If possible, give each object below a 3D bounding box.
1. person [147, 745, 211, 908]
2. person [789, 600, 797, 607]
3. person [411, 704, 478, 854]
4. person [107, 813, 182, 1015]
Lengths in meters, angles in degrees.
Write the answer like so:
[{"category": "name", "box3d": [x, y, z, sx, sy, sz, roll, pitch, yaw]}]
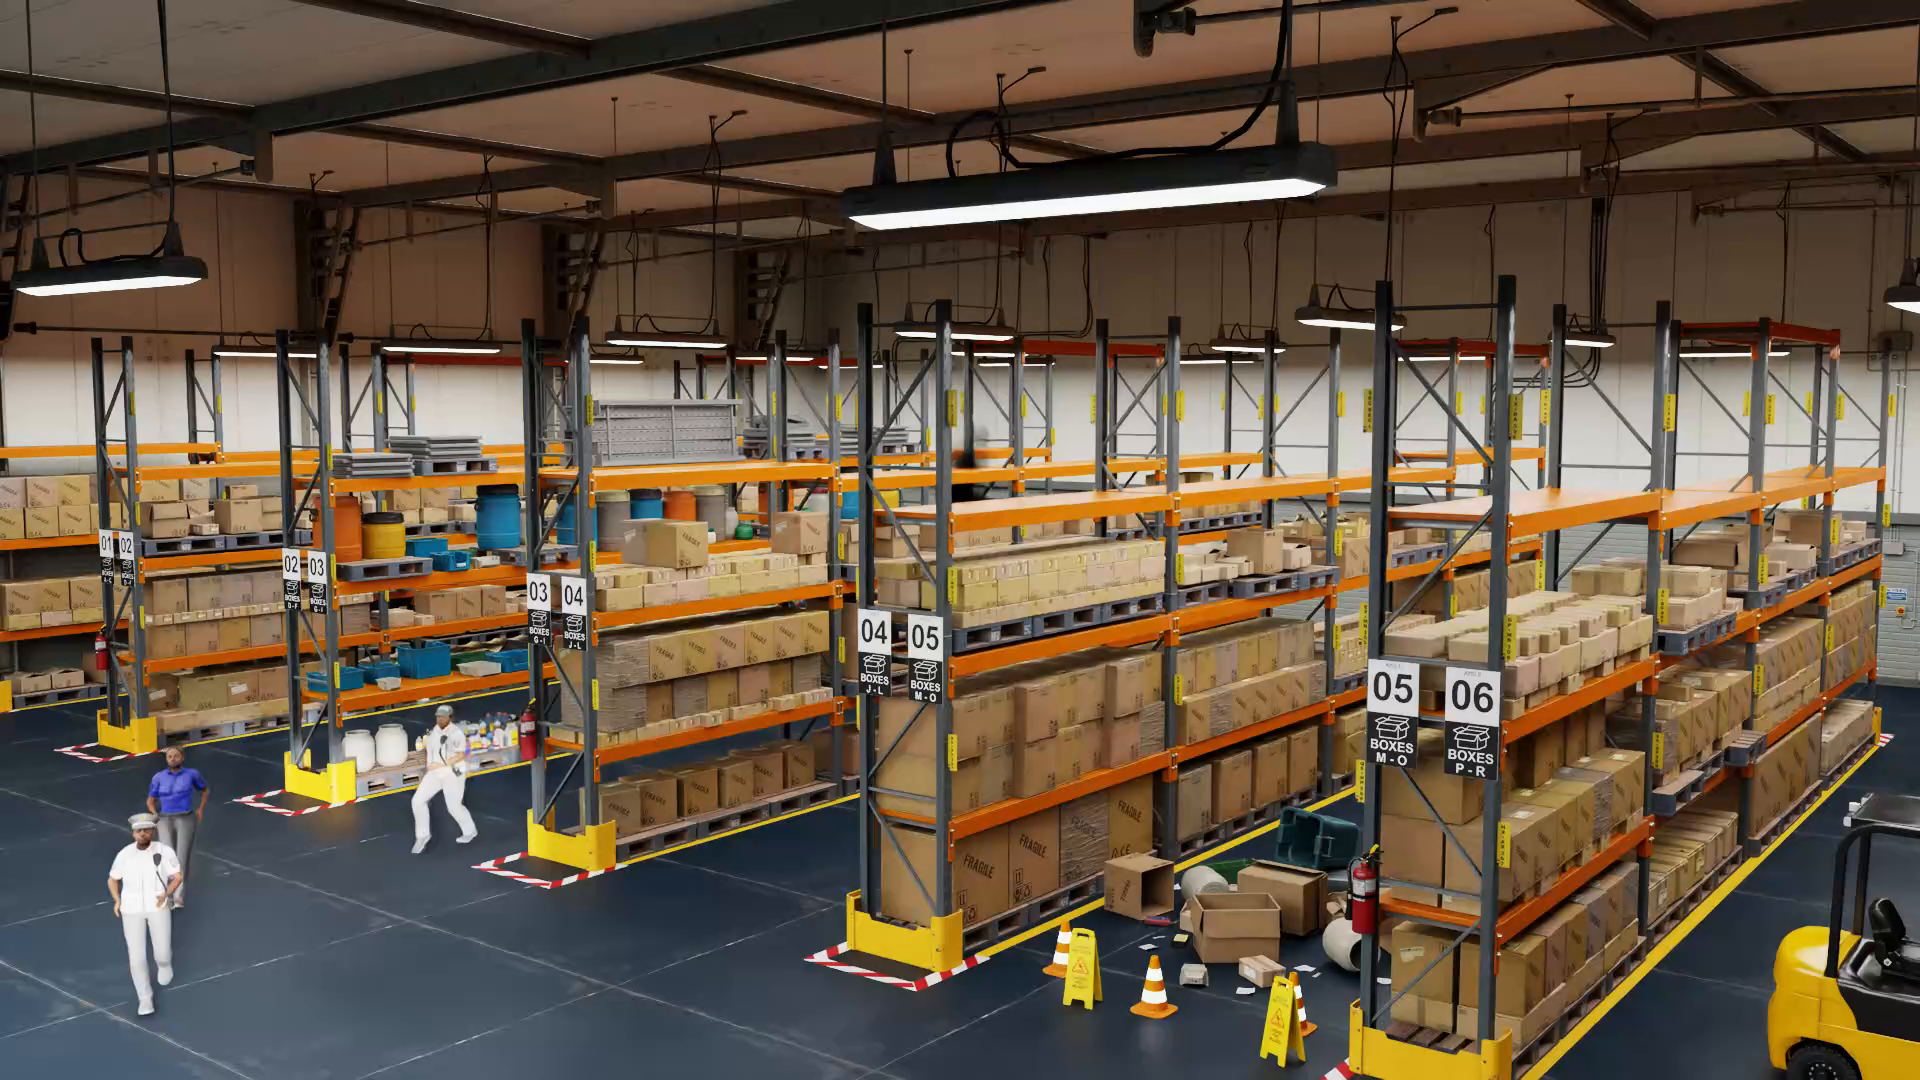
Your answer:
[{"category": "person", "box3d": [-7.973, 2.893, 16.979, 0.593, 1.612, 0.773, -2, 5, -21]}, {"category": "person", "box3d": [-3.485, 1.513, 32.065, 0.590, 1.728, 0.569, 2, 5, 22]}, {"category": "person", "box3d": [-5.842, 2.707, 18.930, 0.609, 1.704, 0.737, 3, 6, 32]}, {"category": "person", "box3d": [-6.889, 3.115, 14.061, 0.579, 1.654, 0.636, -2, 5, -21]}]
